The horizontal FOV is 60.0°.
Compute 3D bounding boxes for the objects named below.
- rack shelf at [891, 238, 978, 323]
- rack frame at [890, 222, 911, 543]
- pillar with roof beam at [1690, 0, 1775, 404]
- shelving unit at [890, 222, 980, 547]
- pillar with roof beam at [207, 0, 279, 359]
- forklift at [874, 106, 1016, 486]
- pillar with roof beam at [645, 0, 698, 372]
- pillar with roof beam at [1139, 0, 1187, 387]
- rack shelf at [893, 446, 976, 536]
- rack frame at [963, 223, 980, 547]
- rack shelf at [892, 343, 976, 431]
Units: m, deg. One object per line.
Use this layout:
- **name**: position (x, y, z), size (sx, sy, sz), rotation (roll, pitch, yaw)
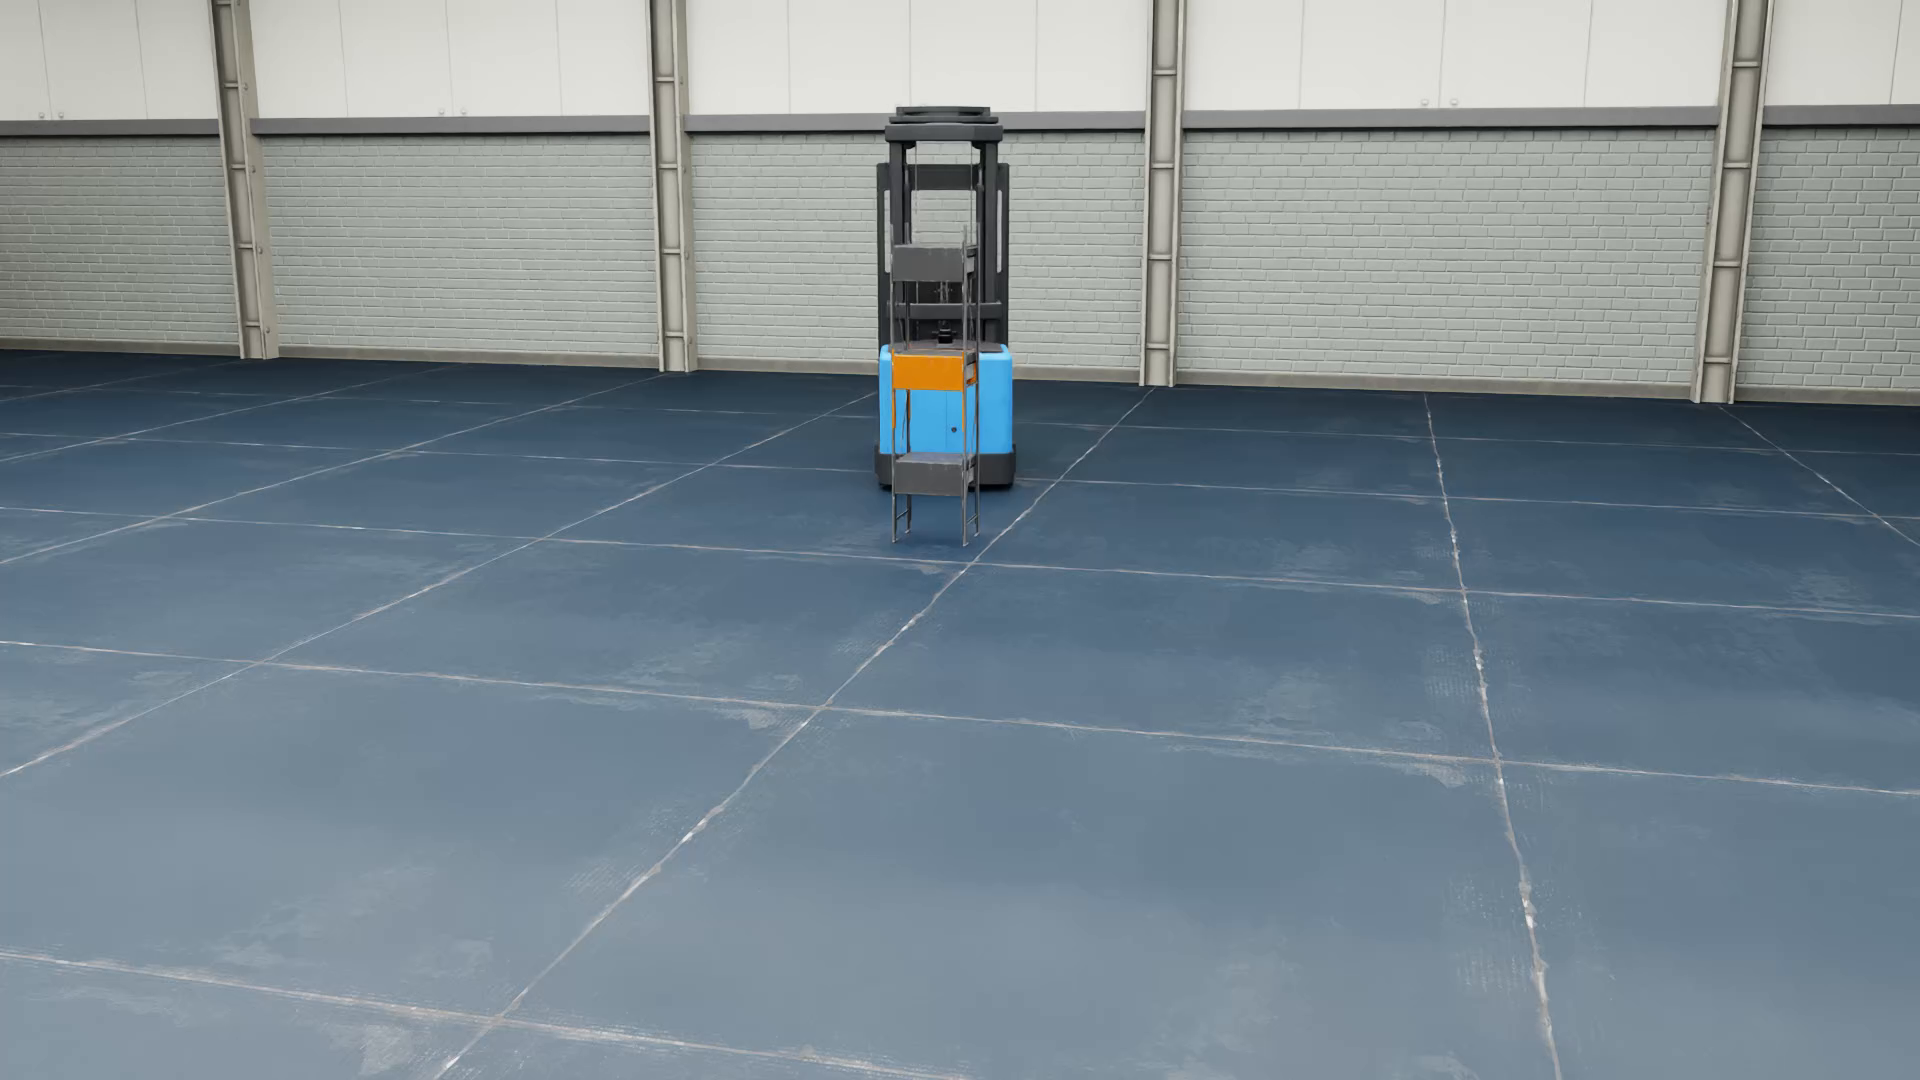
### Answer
- **rack shelf**: position (-0.161, -1.704, 10.896), size (0.480, 0.518, 0.431), rotation (3, 13, 14)
- **rack frame**: position (-0.398, -1.046, 11.102), size (0.015, 2.100, 0.400), rotation (3, 13, 14)
- **pillar with roof beam**: position (7.102, -4.989, 12.945), size (0.400, 9.000, 9.100), rotation (3, 13, 14)
- **shelving unit**: position (-0.161, -1.034, 11.045), size (0.503, 2.100, 0.431), rotation (3, 13, 14)
- **pillar with roof beam**: position (-10.373, -5.923, 17.155), size (0.400, 9.000, 9.100), rotation (3, 13, 14)
- **forklift**: position (-0.146, -2.115, 14.002), size (1.130, 2.935, 3.031), rotation (0, 13, -2)
- **pillar with roof beam**: position (-4.548, -5.612, 15.751), size (0.400, 9.000, 9.100), rotation (3, 13, 14)
- **pillar with roof beam**: position (1.277, -5.300, 14.348), size (0.400, 9.000, 9.100), rotation (3, 13, 14)
- **rack shelf**: position (-0.161, -0.337, 11.200), size (0.480, 0.518, 0.431), rotation (3, 13, 14)
- **rack frame**: position (0.076, -1.021, 10.988), size (0.015, 2.100, 0.400), rotation (3, 13, 14)
- **rack shelf**: position (-0.161, -1.020, 11.048), size (0.480, 0.518, 0.431), rotation (3, 13, 14)
